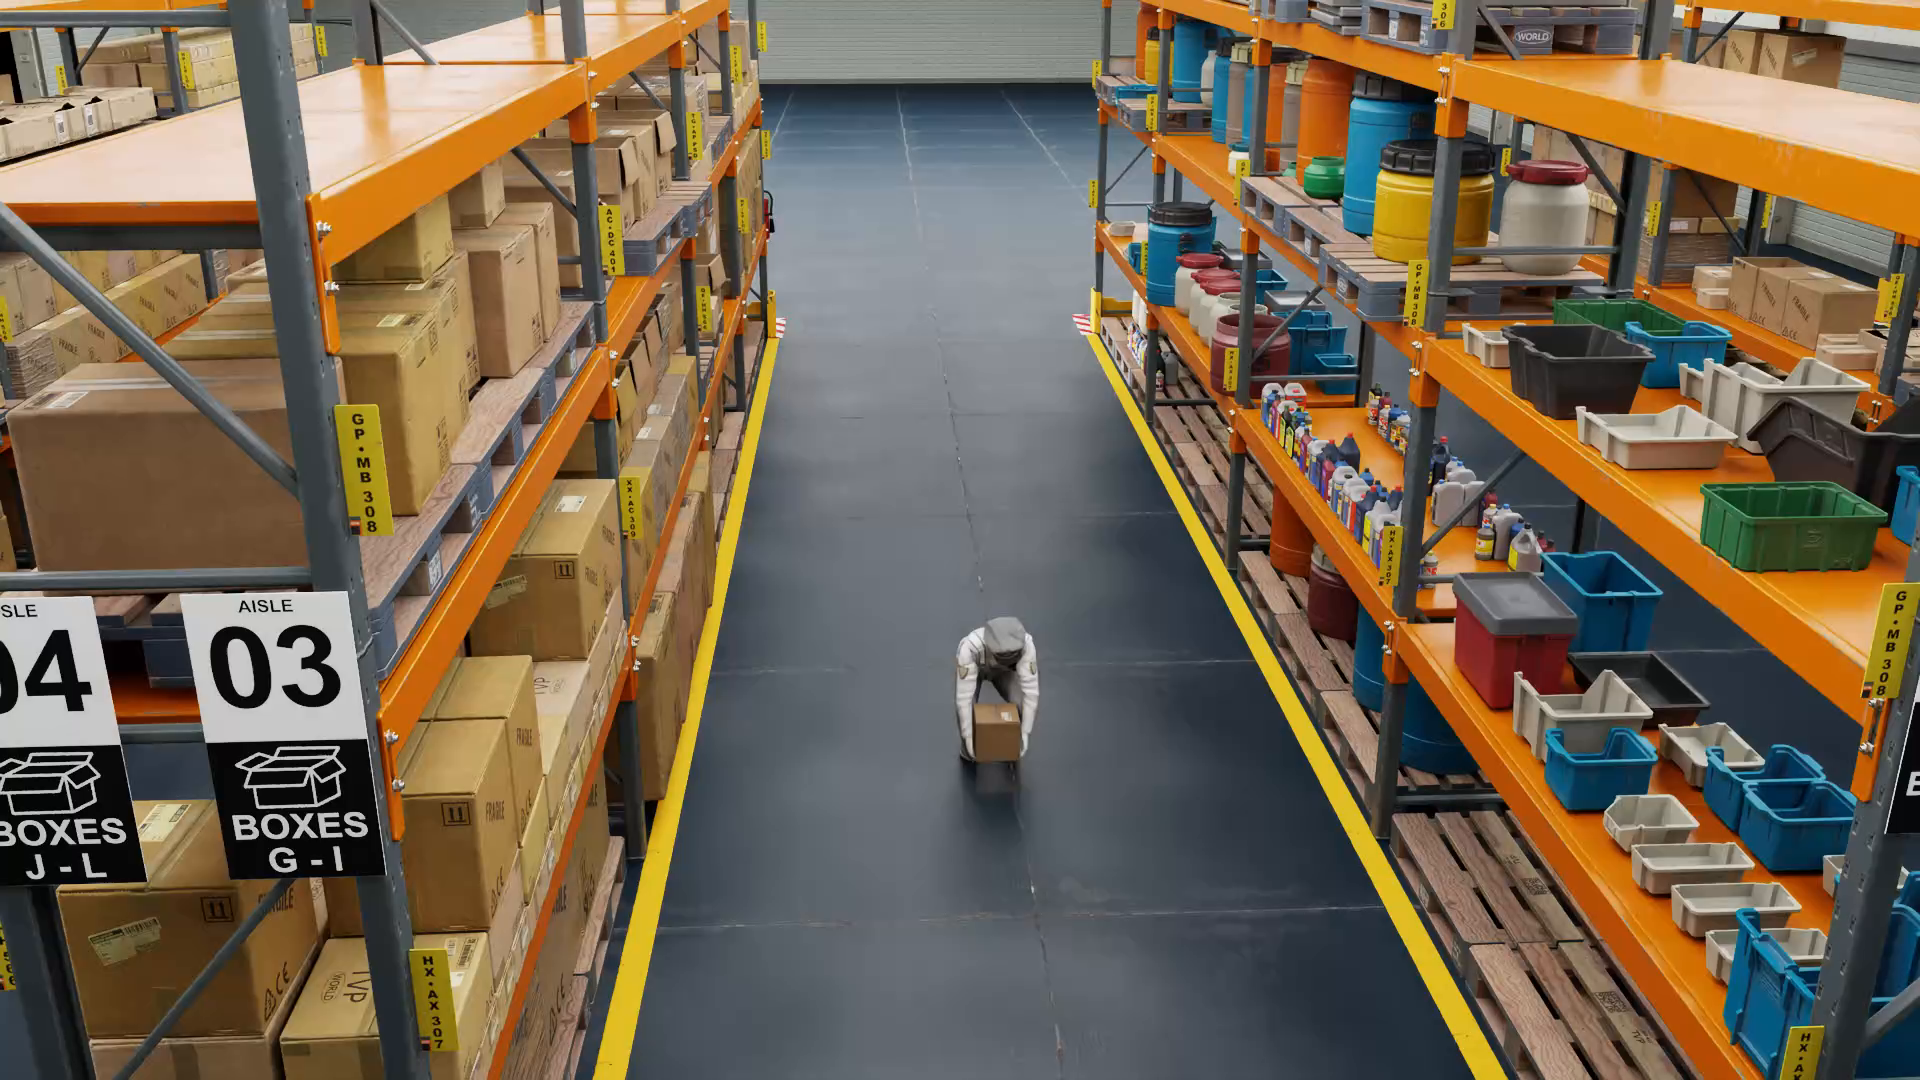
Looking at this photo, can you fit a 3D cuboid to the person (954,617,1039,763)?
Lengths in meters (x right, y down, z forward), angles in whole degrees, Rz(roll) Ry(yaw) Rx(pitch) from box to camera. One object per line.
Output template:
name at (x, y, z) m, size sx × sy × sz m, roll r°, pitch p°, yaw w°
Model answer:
person at (0.208, 0.834, 9.813) m, size 0.490 × 0.995 × 0.816 m, roll -1°, pitch 21°, yaw -3°
